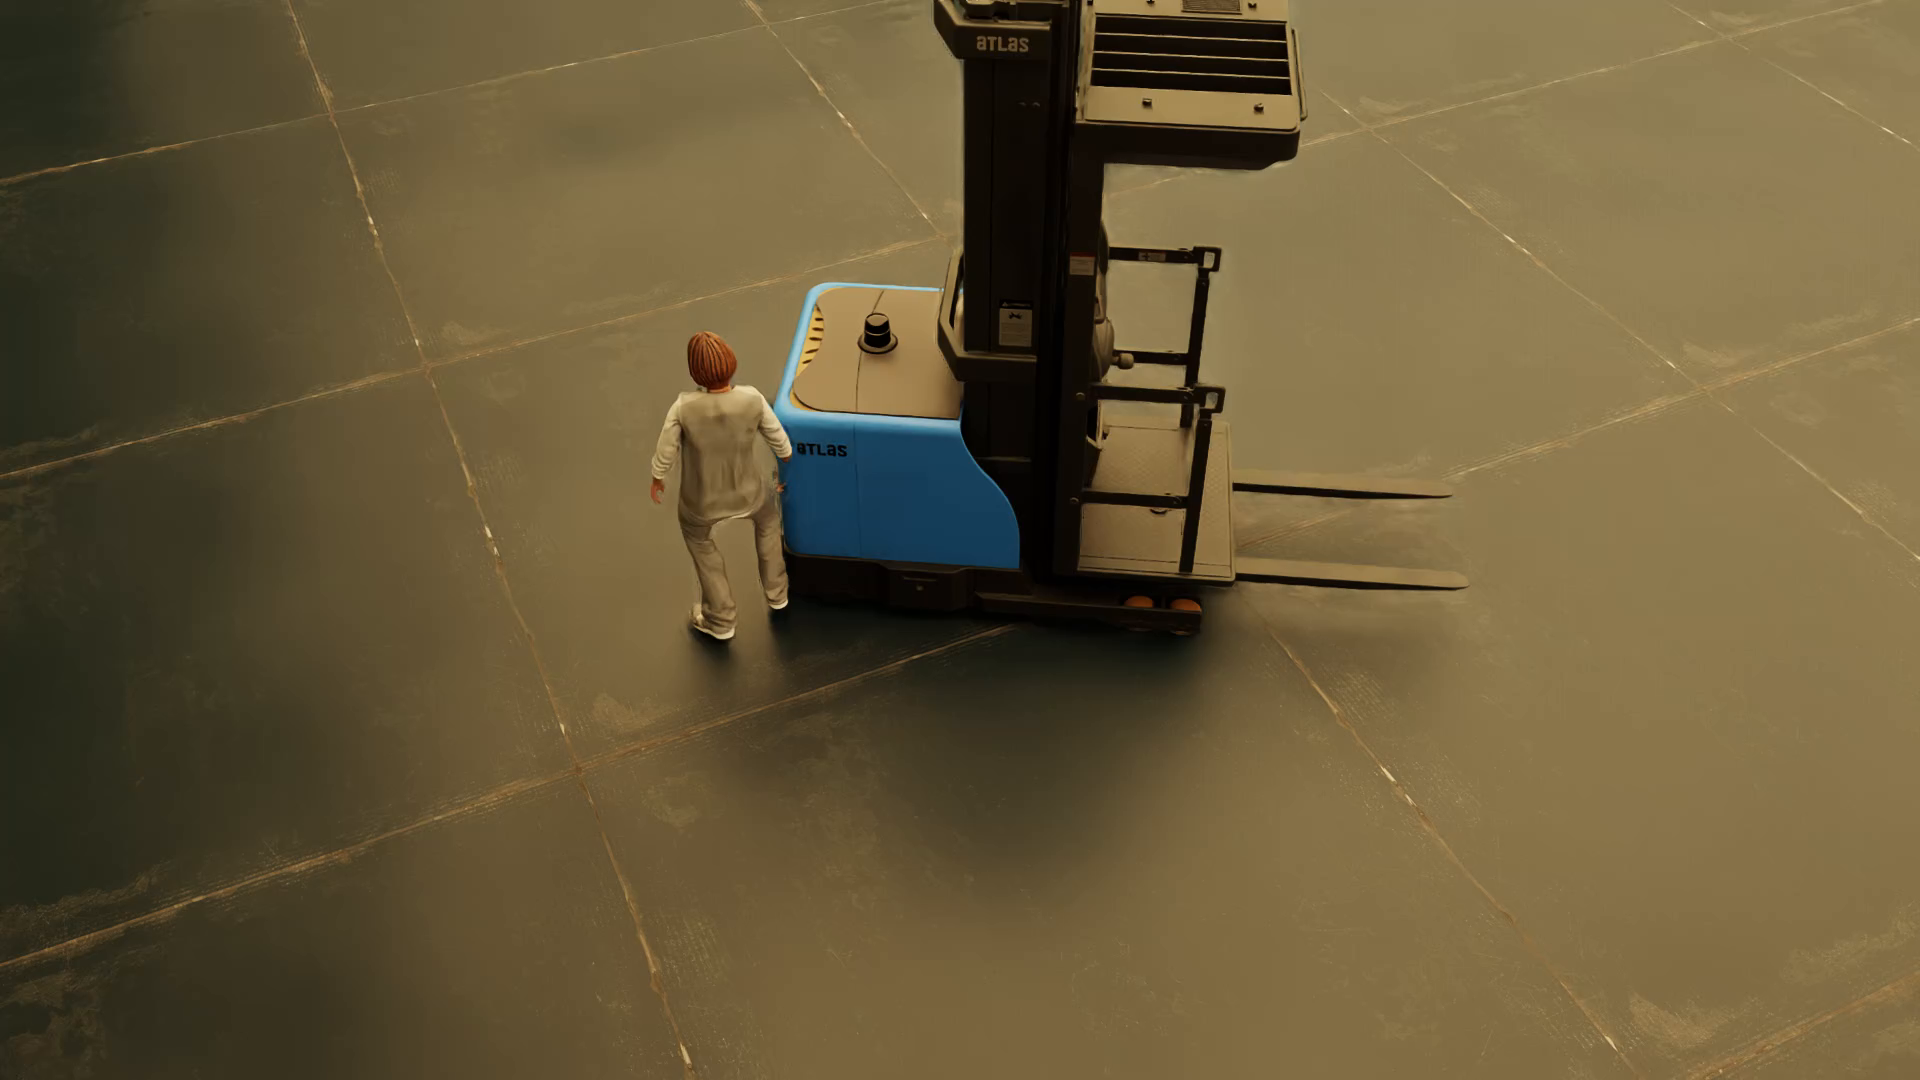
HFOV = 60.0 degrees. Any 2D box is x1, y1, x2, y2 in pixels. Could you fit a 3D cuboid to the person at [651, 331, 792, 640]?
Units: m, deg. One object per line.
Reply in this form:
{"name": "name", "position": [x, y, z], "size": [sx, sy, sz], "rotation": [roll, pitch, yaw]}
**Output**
{"name": "person", "position": [-0.991, -0.247, 6.965], "size": [0.610, 1.529, 0.430], "rotation": [-10, 44, -11]}

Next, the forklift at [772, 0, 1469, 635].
{"name": "forklift", "position": [0.757, -1.033, 6.787], "size": [3.031, 2.935, 1.130], "rotation": [4, 43, 4]}
